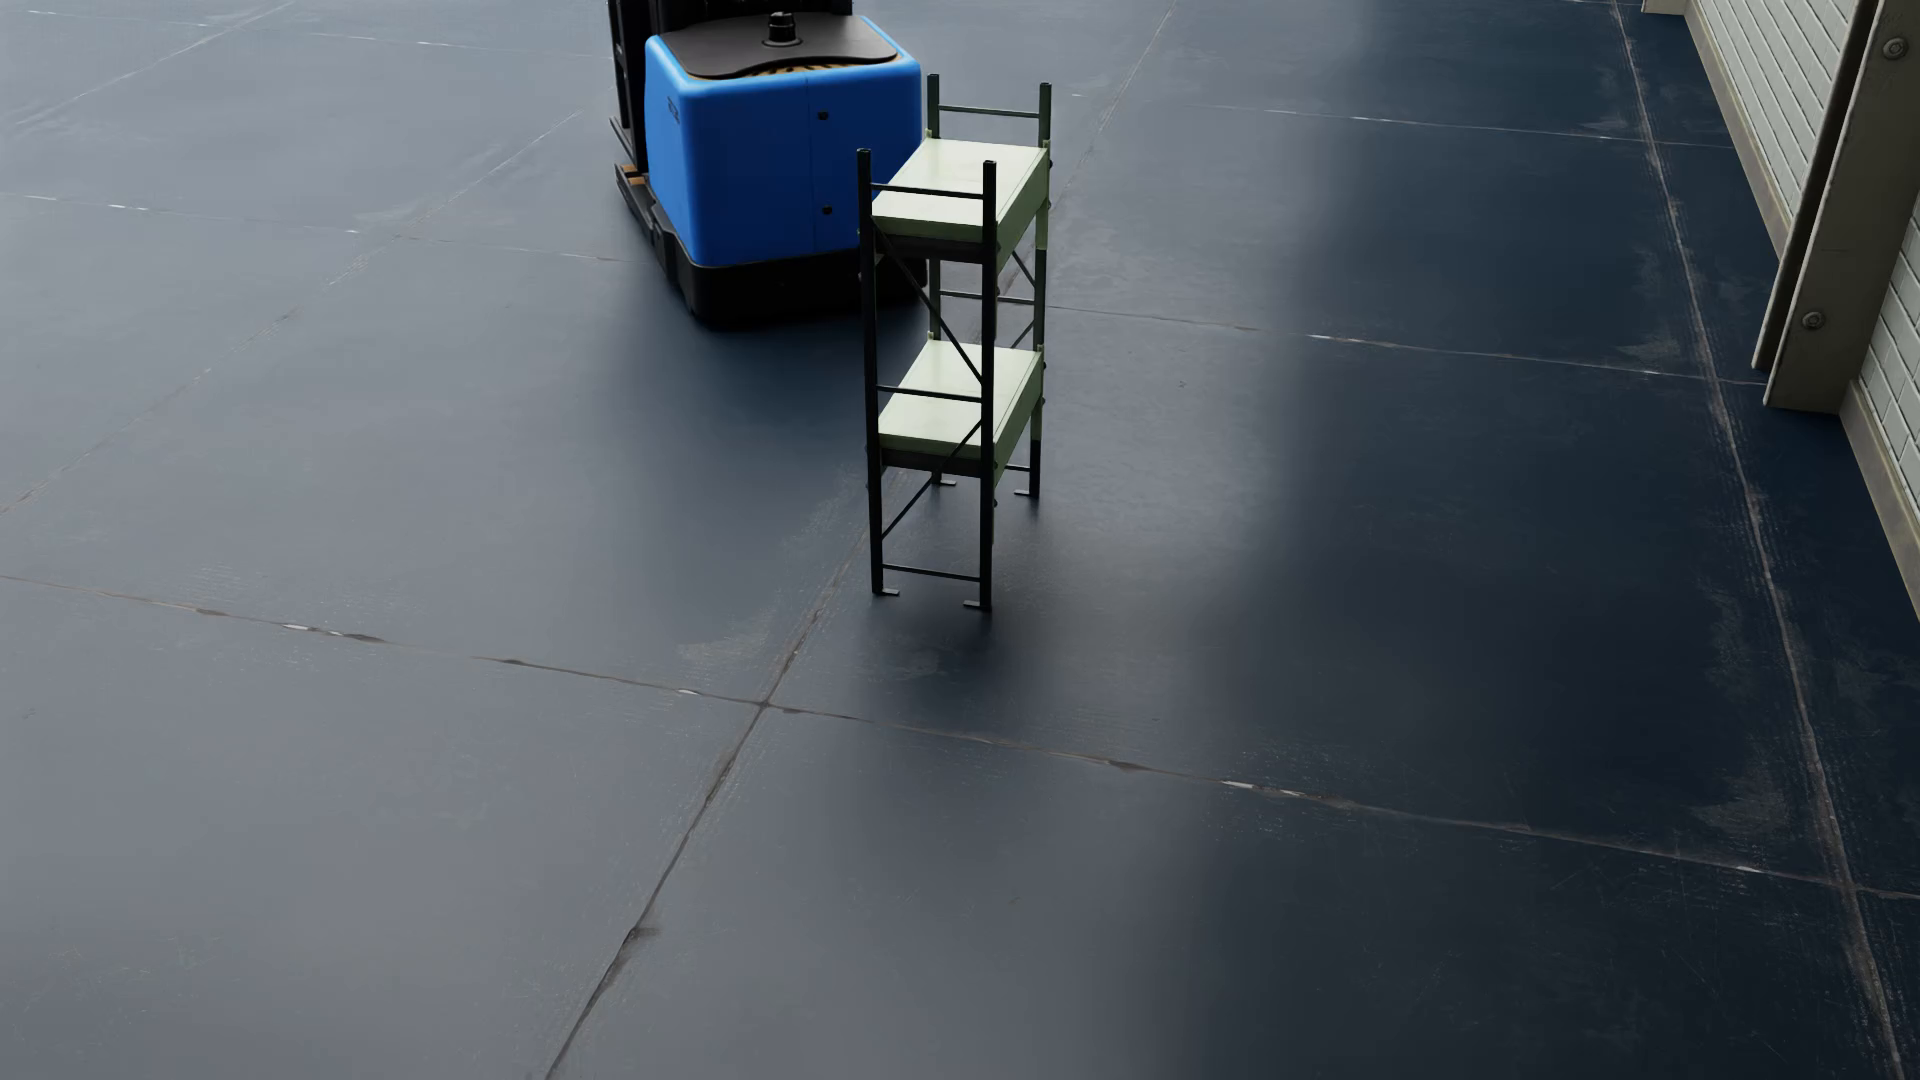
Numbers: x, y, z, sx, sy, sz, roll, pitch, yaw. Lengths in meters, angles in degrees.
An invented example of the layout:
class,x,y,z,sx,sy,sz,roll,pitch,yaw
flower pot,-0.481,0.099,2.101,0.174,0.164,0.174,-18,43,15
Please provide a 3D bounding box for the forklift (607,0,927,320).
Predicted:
class,x,y,z,sx,sy,sz,roll,pitch,yaw
forklift,-1.120,-2.958,7.670,1.130,2.935,3.031,-11,34,-16

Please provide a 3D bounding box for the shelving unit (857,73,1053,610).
class,x,y,z,sx,sy,sz,roll,pitch,yaw
shelving unit,-0.002,-0.629,5.342,0.431,1.500,0.755,8,33,12

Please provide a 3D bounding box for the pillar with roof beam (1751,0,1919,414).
class,x,y,z,sx,sy,sz,roll,pitch,yaw
pillar with roof beam,-0.778,-4.996,5.221,9.100,9.000,0.400,8,33,12

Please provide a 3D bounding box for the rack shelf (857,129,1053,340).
class,x,y,z,sx,sy,sz,roll,pitch,yaw
rack shelf,-0.002,-0.959,5.133,0.431,0.370,0.720,8,33,12

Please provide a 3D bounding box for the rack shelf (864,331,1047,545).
class,x,y,z,sx,sy,sz,roll,pitch,yaw
rack shelf,-0.002,-0.354,5.517,0.431,0.370,0.720,8,33,12

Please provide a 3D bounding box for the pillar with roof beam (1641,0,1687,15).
class,x,y,z,sx,sy,sz,roll,pitch,yaw
pillar with roof beam,0.745,-8.110,10.119,9.100,9.000,0.400,8,33,12

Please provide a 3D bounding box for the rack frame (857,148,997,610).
class,x,y,z,sx,sy,sz,roll,pitch,yaw
rack frame,-0.095,-0.440,5.043,0.400,1.500,0.023,8,33,12

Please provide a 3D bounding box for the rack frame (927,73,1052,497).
class,x,y,z,sx,sy,sz,roll,pitch,yaw
rack frame,0.091,-0.819,5.641,0.400,1.500,0.023,8,33,12
